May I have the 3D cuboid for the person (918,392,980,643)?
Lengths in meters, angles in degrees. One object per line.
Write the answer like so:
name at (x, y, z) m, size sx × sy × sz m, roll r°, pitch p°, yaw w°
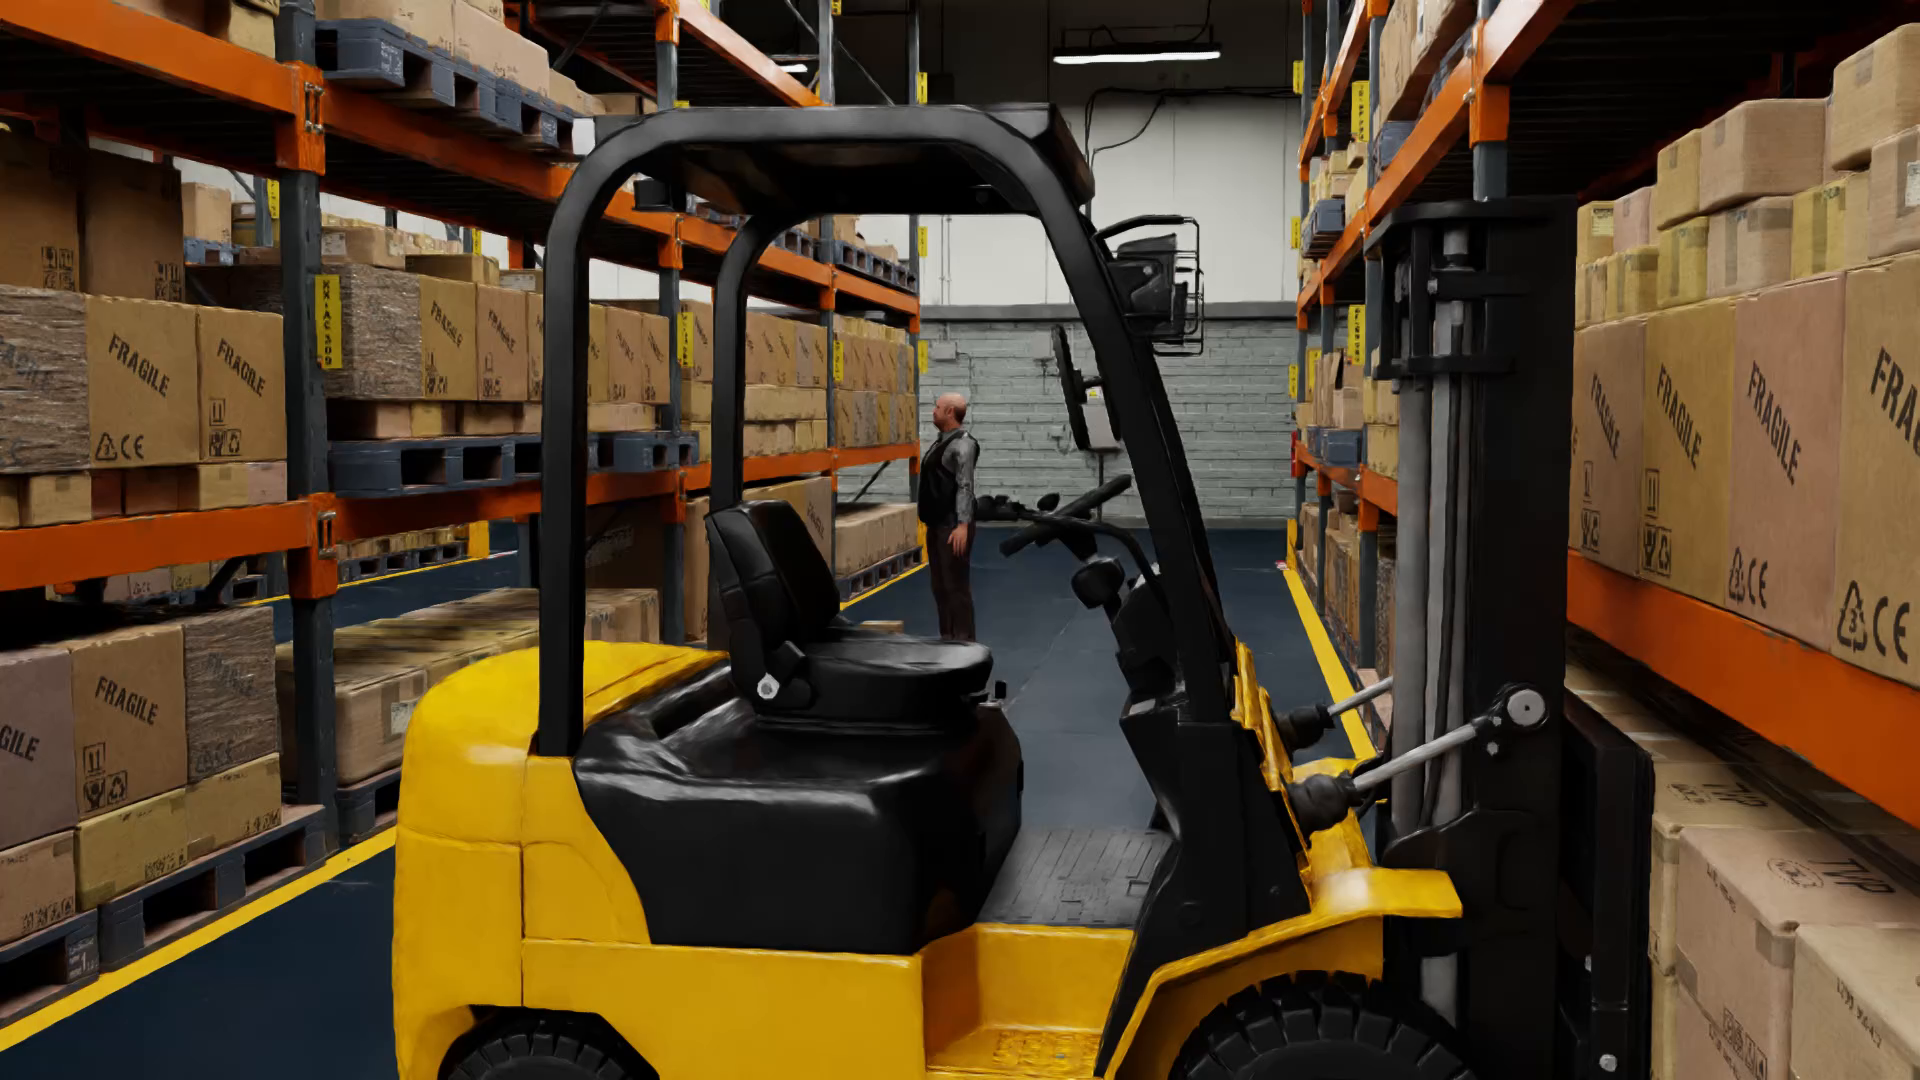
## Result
person at (-0.065, -0.074, 10.553) m, size 0.366 × 1.727 × 0.634 m, roll -1°, pitch 5°, yaw -18°
